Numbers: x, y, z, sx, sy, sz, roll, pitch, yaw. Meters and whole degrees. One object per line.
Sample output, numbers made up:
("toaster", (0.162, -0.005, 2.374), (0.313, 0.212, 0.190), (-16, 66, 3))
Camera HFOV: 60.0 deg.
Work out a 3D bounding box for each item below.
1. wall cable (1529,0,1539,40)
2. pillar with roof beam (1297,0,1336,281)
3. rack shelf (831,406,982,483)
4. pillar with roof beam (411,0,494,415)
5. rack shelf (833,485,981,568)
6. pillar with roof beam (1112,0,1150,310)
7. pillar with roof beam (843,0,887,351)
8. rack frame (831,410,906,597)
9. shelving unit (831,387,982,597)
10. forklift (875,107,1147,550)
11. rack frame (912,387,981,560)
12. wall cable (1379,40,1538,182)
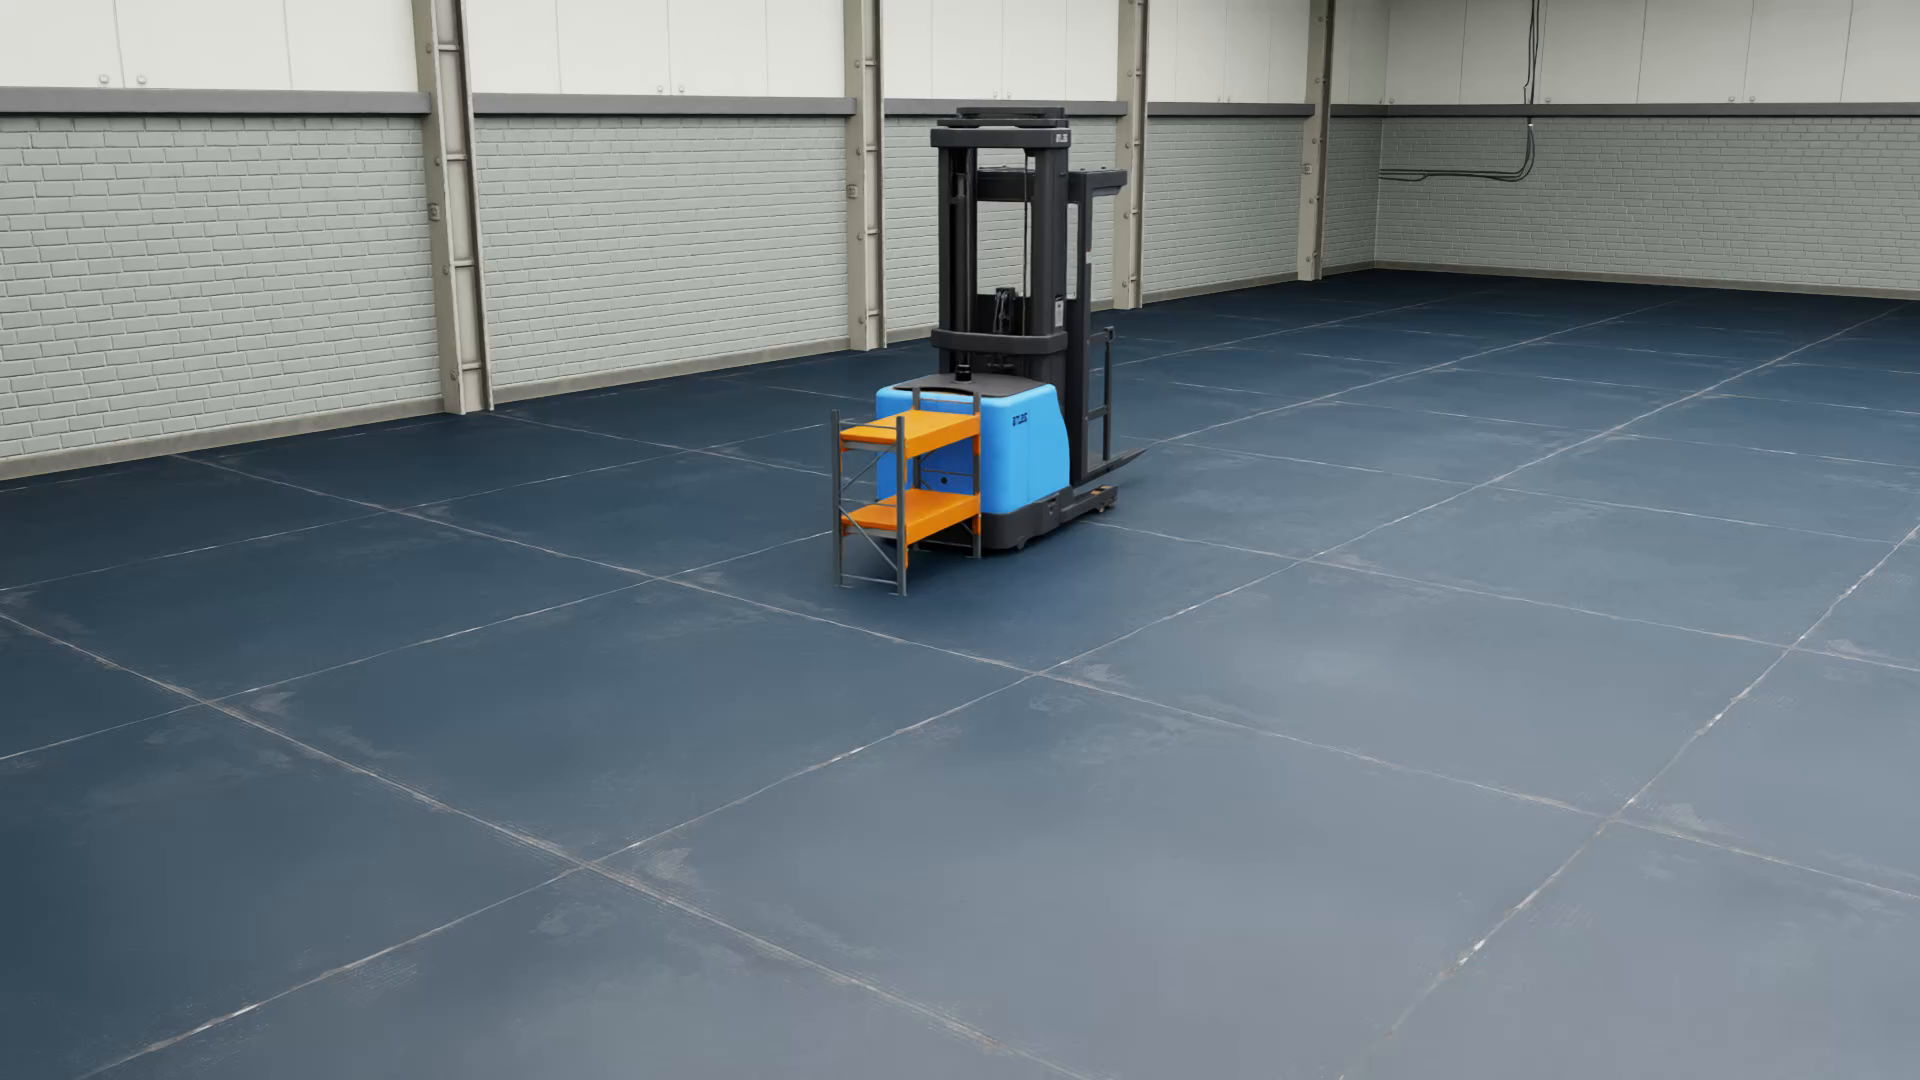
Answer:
("wall cable", (11.346, -9.997, 28.749), (3.097, 2.526, 0.112), (11, 18, 38))
("pillar with roof beam", (9.710, -8.447, 26.598), (9.100, 9.000, 0.400), (11, 18, 38))
("rack shelf", (-0.325, -0.619, 10.586), (0.538, 0.278, 1.000), (7, 16, 27))
("pillar with roof beam", (-1.603, -5.000, 13.029), (9.100, 9.000, 0.400), (11, 18, 38))
("rack shelf", (-0.325, -0.098, 10.718), (0.538, 0.278, 1.000), (7, 16, 27))
("pillar with roof beam", (5.939, -7.298, 22.075), (9.100, 9.000, 0.400), (11, 18, 38))
("pillar with roof beam", (2.168, -6.149, 17.552), (9.100, 9.000, 0.400), (11, 18, 38))
("rack frame", (-0.561, -0.224, 10.221), (0.500, 1.125, 0.032), (7, 16, 27))
("shelving unit", (-0.325, -0.335, 10.658), (0.538, 1.125, 1.048), (7, 16, 27))
("forklift", (0.541, -1.670, 12.242), (1.130, 2.935, 3.031), (7, 16, 27))
("rack frame", (-0.090, -0.446, 11.094), (0.500, 1.125, 0.032), (7, 16, 27))
("wall cable", (9.242, -7.968, 31.018), (3.097, 2.526, 0.112), (11, 18, 38))
